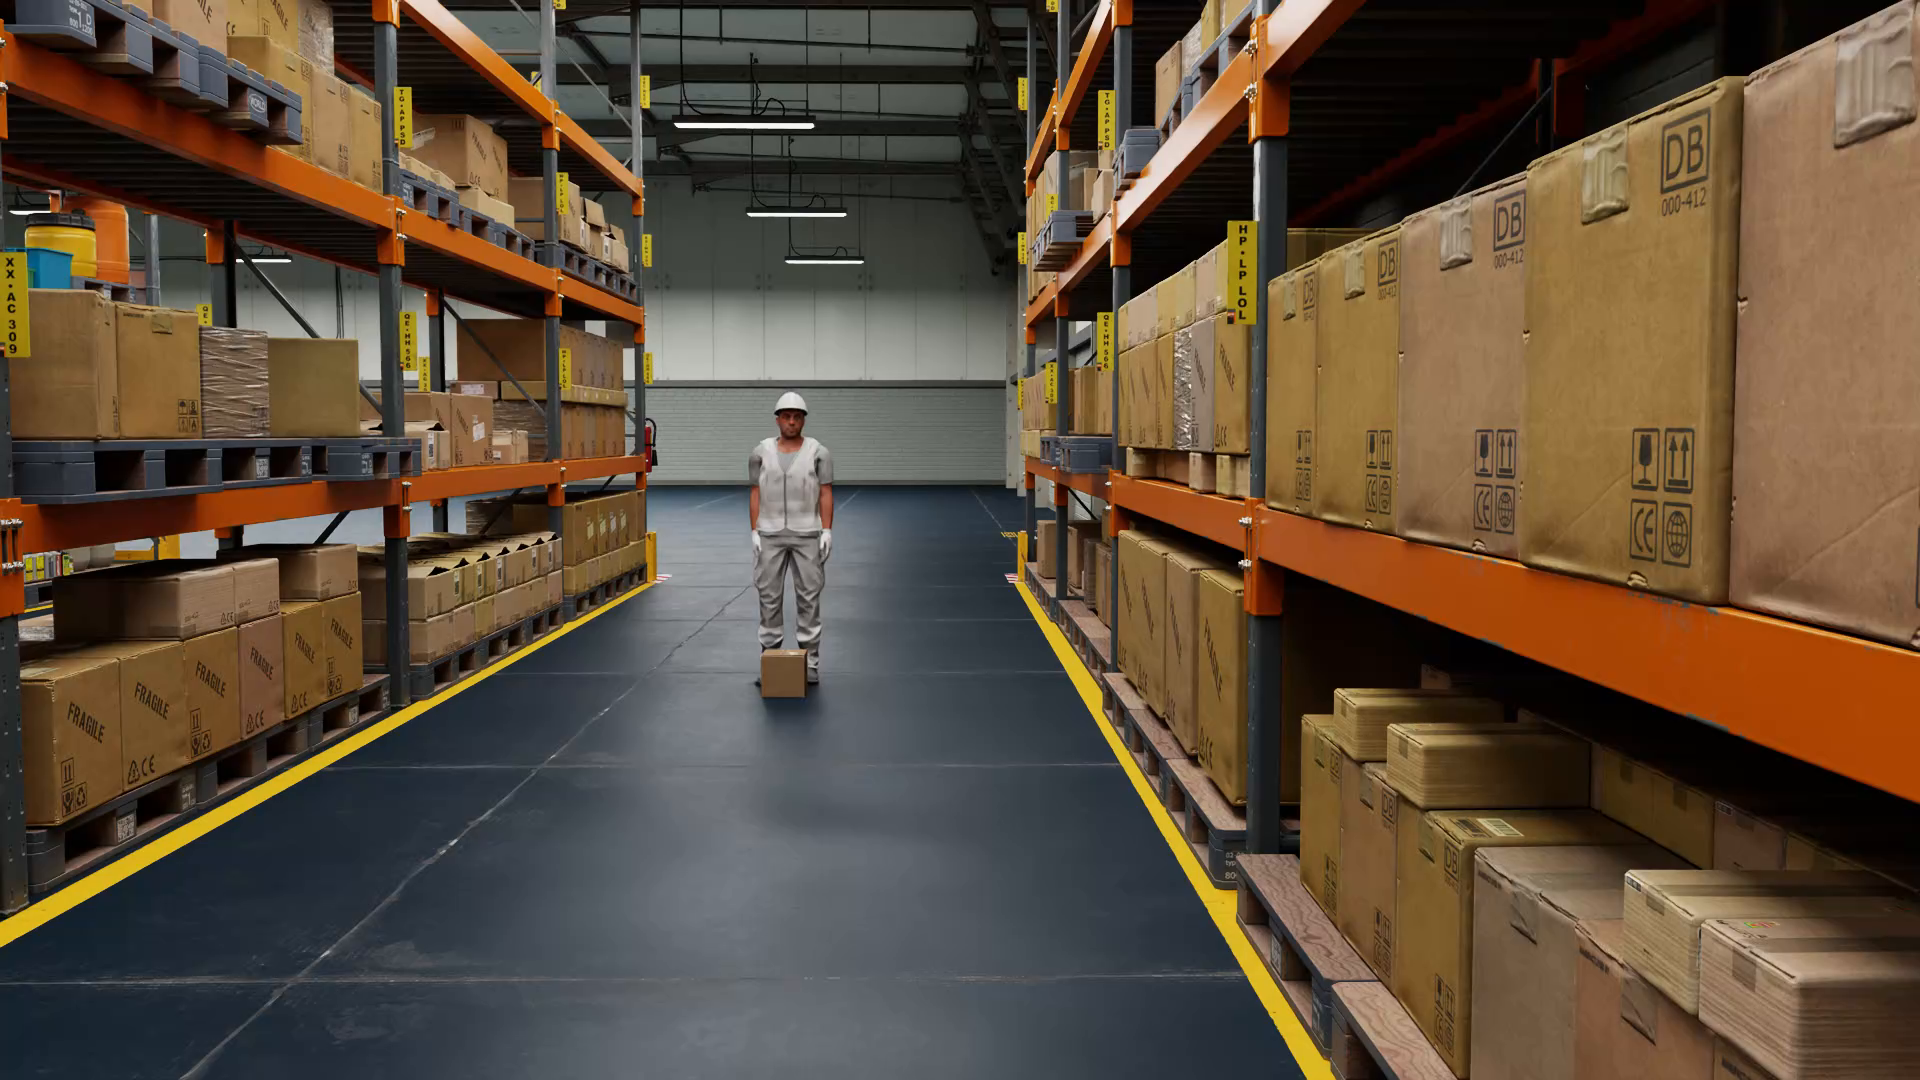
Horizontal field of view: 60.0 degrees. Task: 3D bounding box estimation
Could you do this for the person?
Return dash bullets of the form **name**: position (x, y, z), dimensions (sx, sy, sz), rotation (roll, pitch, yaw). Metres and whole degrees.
- **person**: position (-1.037, -0.013, 10.203), dimensions (0.524, 1.785, 0.335), rotation (0, 4, 0)
